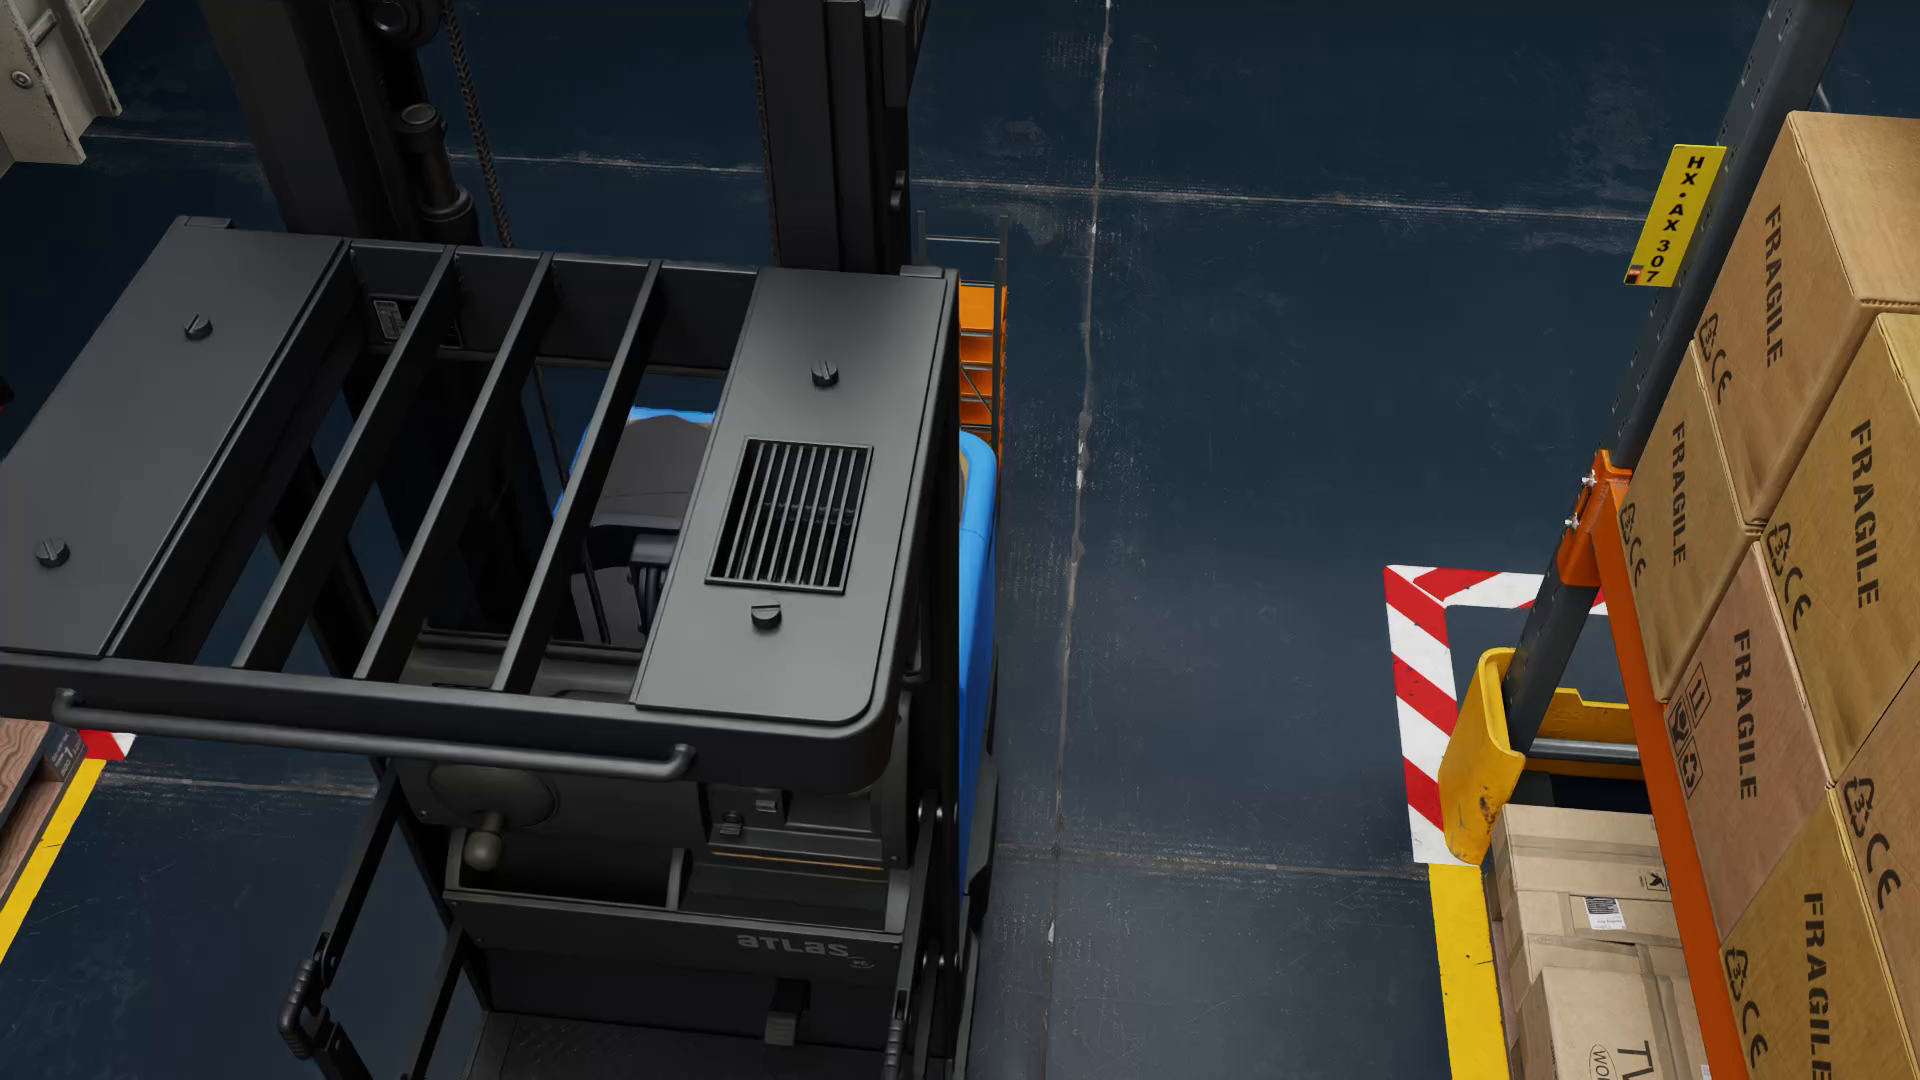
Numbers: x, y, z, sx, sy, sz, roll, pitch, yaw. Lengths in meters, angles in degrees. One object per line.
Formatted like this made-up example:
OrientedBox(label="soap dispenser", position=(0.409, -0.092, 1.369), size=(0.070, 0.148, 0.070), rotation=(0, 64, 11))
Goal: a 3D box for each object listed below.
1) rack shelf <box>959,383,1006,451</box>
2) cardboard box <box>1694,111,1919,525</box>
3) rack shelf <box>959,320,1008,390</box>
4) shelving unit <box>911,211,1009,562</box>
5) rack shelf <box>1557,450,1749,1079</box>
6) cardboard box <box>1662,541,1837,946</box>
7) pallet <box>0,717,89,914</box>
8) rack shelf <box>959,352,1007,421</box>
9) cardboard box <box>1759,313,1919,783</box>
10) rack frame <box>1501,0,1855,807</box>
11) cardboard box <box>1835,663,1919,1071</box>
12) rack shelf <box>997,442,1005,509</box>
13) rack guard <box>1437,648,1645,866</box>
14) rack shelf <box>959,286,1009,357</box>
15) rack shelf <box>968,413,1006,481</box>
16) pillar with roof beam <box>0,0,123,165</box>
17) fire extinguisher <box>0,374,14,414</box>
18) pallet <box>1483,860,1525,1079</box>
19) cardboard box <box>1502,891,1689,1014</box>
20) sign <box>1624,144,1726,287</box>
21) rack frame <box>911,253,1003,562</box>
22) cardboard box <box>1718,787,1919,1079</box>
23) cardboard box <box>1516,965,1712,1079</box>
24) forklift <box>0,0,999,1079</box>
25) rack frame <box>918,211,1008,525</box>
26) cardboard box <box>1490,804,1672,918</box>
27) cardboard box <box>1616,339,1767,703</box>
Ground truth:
OrientedBox(label="rack shelf", position=(-0.001, -0.364, 4.830), size=(0.258, 0.103, 0.180), rotation=(4, 48, 4))
OrientedBox(label="cardboard box", position=(1.611, -0.353, 2.794), size=(0.500, 0.500, 0.500), rotation=(5, 48, 5))
OrientedBox(label="rack shelf", position=(-0.001, -0.526, 4.653), size=(0.258, 0.103, 0.180), rotation=(4, 48, 4))
OrientedBox(label="shelving unit", position=(-0.001, -0.394, 4.798), size=(0.258, 1.200, 0.189), rotation=(4, 48, 4))
OrientedBox(label="rack shelf", position=(1.732, 1.423, 2.404), size=(1.077, 0.370, 4.000), rotation=(4, 48, 4))
OrientedBox(label="cardboard box", position=(1.570, 0.364, 2.816), size=(0.500, 0.500, 0.500), rotation=(3, 48, 3))
OrientedBox(label="pallet", position=(-3.014, 0.914, 4.271), size=(1.003, 0.211, 1.213), rotation=(4, 48, 4))
OrientedBox(label="rack shelf", position=(-0.001, -0.445, 4.742), size=(0.258, 0.103, 0.180), rotation=(4, 48, 4))
OrientedBox(label="cardboard box", position=(1.571, 0.032, 2.443), size=(0.500, 0.500, 0.500), rotation=(4, 48, 4))
OrientedBox(label="rack frame", position=(1.914, -0.290, 3.482), size=(1.000, 3.000, 0.127), rotation=(4, 48, 4))
OrientedBox(label="cardboard box", position=(1.521, 0.399, 2.107), size=(0.500, 0.500, 0.500), rotation=(4, 48, 4))
OrientedBox(label="rack shelf", position=(-0.001, -0.202, 5.007), size=(0.258, 0.103, 0.180), rotation=(4, 48, 4))
OrientedBox(label="rack guard", position=(1.907, 0.610, 4.354), size=(1.175, 0.500, 0.348), rotation=(4, 48, 4))
OrientedBox(label="rack shelf", position=(-0.001, -0.607, 4.565), size=(0.258, 0.103, 0.180), rotation=(4, 48, 4))
OrientedBox(label="rack shelf", position=(-0.001, -0.283, 4.919), size=(0.258, 0.103, 0.180), rotation=(4, 48, 4))
OrientedBox(label="pillar with roof beam", position=(0.653, -4.398, 3.174), size=(9.100, 9.000, 0.400), rotation=(4, 48, 4))
OrientedBox(label="fire extinguisher", position=(-2.546, -0.548, 4.024), size=(0.296, 0.674, 0.183), rotation=(4, 48, 4))
OrientedBox(label="pallet", position=(1.836, 1.293, 3.924), size=(1.003, 0.211, 1.213), rotation=(4, 48, 4))
OrientedBox(label="cardboard box", position=(1.511, 0.986, 3.937), size=(0.380, 0.166, 0.250), rotation=(4, 48, 4))
OrientedBox(label="sign", position=(1.374, -0.618, 3.196), size=(0.100, 0.325, 0.005), rotation=(4, 48, 4))
OrientedBox(label="rack frame", position=(-0.010, -0.327, 4.736), size=(0.240, 1.200, 0.006), rotation=(4, 48, 4))
OrientedBox(label="cardboard box", position=(1.521, 0.733, 2.479), size=(0.500, 0.500, 0.500), rotation=(4, 48, 3))
OrientedBox(label="cardboard box", position=(1.537, 1.238, 3.651), size=(0.500, 0.250, 0.500), rotation=(4, 48, 4))
OrientedBox(label="forklift", position=(-0.572, 0.514, 2.793), size=(1.130, 2.935, 3.031), rotation=(5, 48, 4))
OrientedBox(label="rack frame", position=(0.007, -0.462, 4.859), size=(0.240, 1.200, 0.006), rotation=(4, 48, 4))
OrientedBox(label="cardboard box", position=(1.534, 0.808, 4.112), size=(0.380, 0.149, 0.250), rotation=(4, 48, 4))
OrientedBox(label="cardboard box", position=(1.611, -0.015, 3.163), size=(0.500, 0.500, 0.500), rotation=(5, 48, 4))
